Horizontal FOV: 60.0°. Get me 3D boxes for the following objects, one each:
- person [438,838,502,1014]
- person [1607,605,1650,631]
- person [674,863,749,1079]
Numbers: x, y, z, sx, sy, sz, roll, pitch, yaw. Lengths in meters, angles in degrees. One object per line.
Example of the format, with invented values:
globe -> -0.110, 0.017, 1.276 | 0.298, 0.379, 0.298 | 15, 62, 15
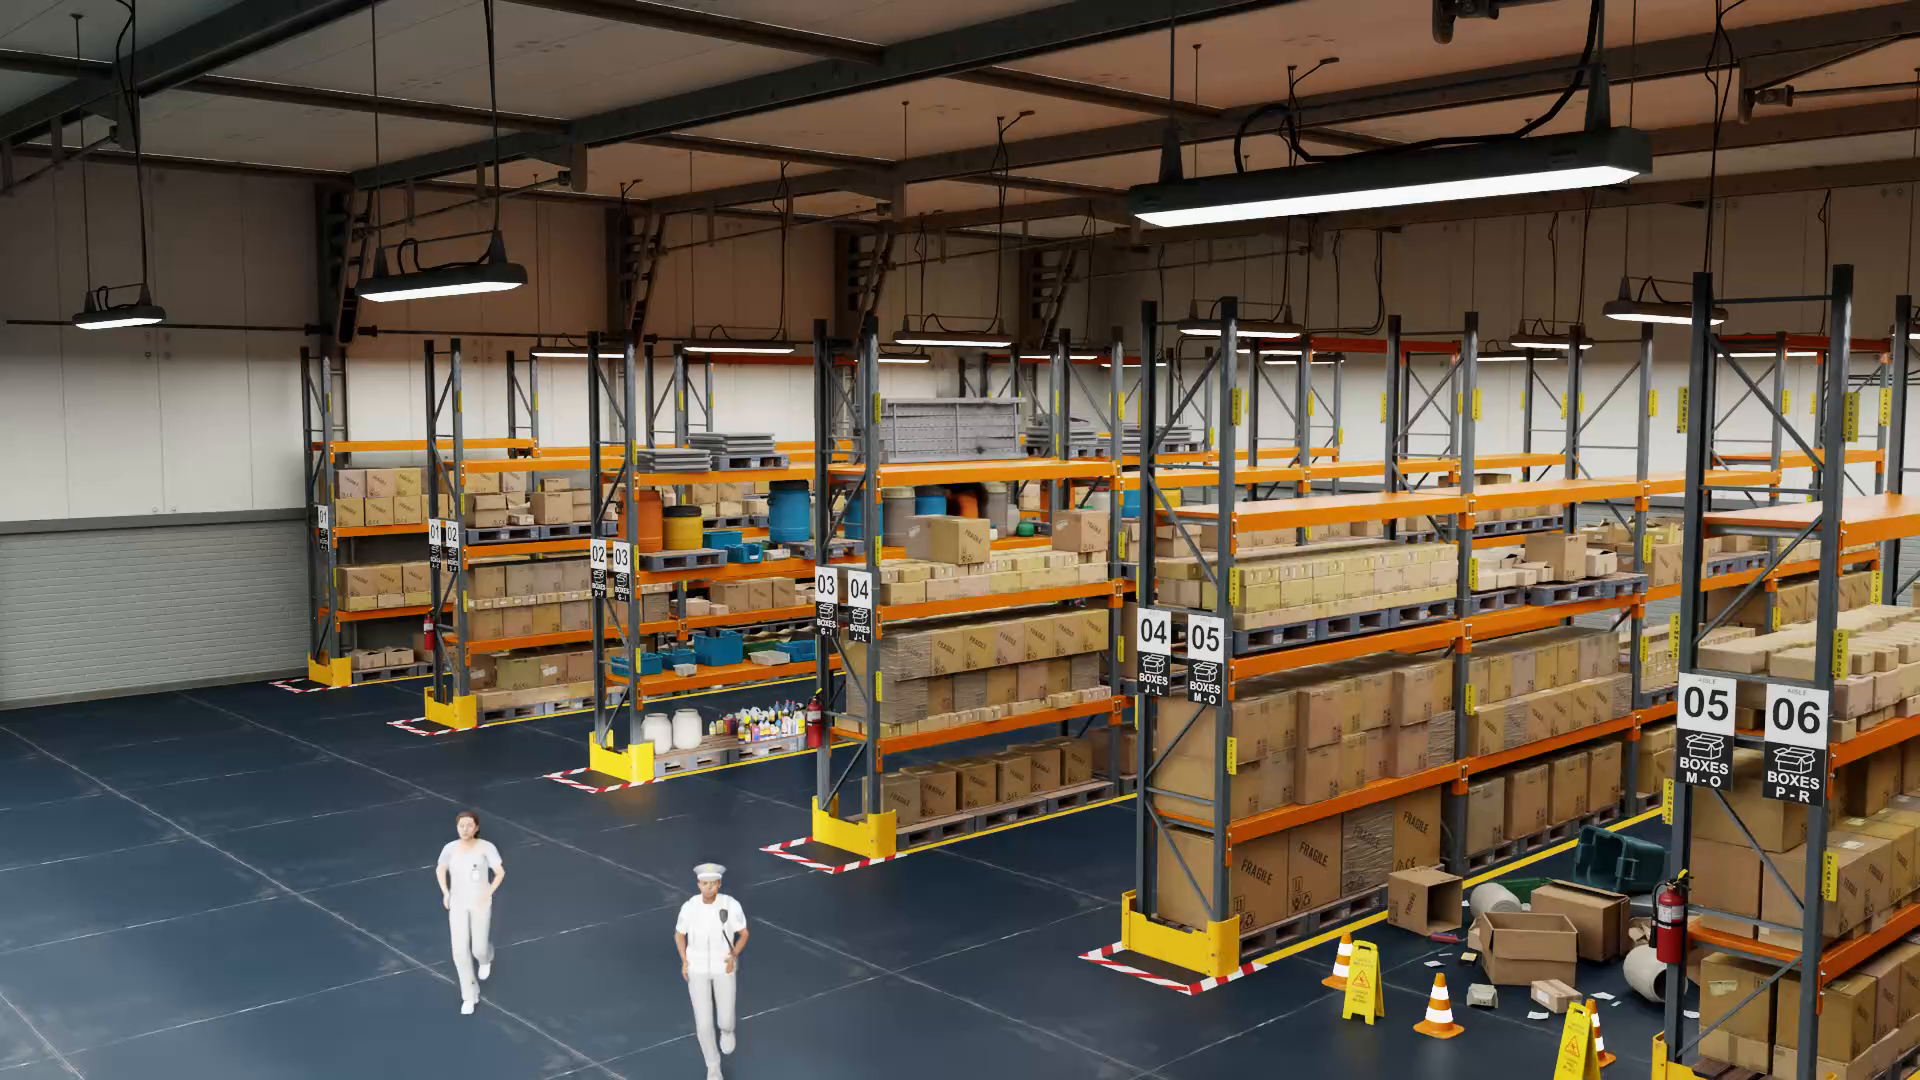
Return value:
person -> -4.157, 3.226, 14.146 | 0.545, 1.399, 0.790 | -1, 5, -7
person -> 11.254, 1.861, 28.041 | 0.704, 1.664, 0.542 | 3, 6, 33
person -> -1.884, 3.233, 12.591 | 0.562, 1.655, 0.561 | 0, 5, -3
